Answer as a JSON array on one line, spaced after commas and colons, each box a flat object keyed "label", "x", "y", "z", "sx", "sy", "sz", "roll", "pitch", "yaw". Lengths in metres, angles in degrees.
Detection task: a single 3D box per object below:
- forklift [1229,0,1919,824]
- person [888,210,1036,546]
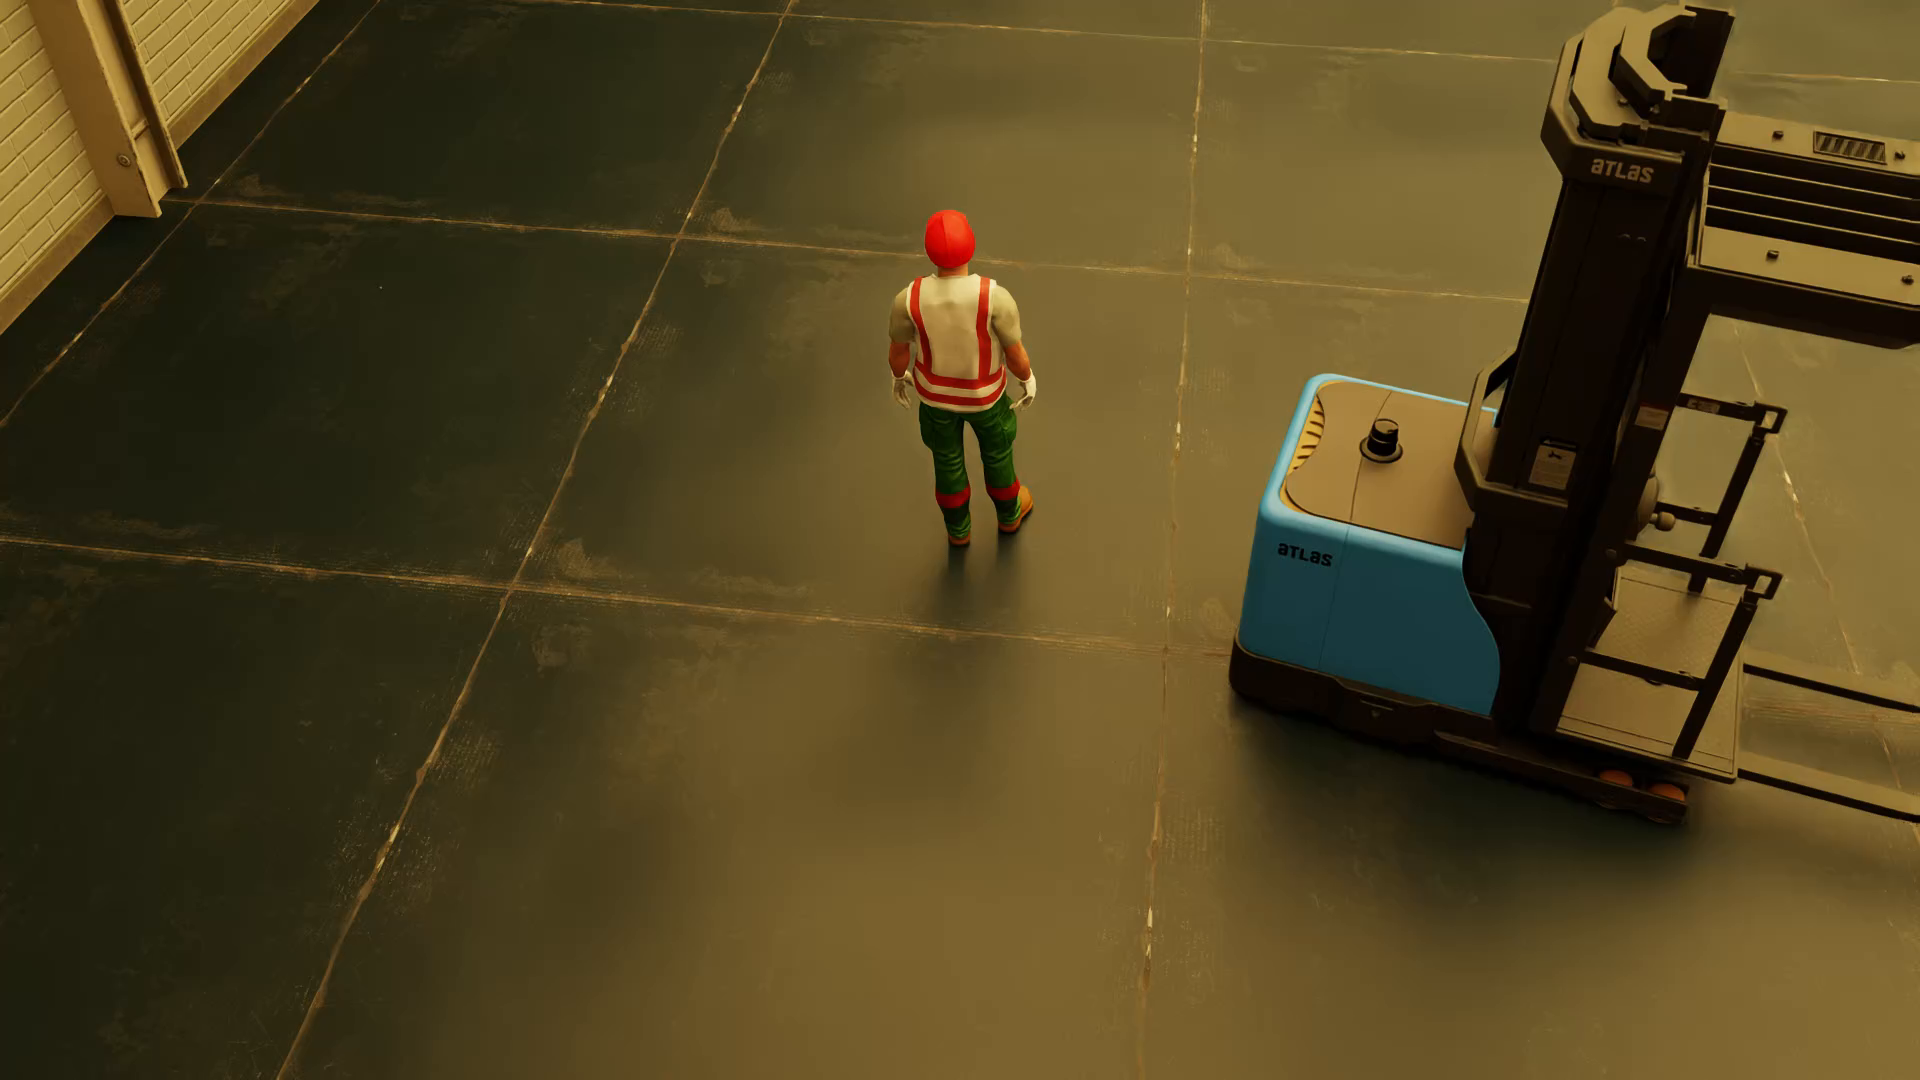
[{"label": "forklift", "x": 2.724, "y": -0.356, "z": 6.112, "sx": 3.031, "sy": 2.935, "sz": 1.130, "roll": 15, "pitch": 45, "yaw": 15}, {"label": "person", "x": 0.023, "y": -0.718, "z": 7.338, "sx": 0.637, "sy": 1.790, "sz": 0.562, "roll": 5, "pitch": 43, "yaw": 6}]
